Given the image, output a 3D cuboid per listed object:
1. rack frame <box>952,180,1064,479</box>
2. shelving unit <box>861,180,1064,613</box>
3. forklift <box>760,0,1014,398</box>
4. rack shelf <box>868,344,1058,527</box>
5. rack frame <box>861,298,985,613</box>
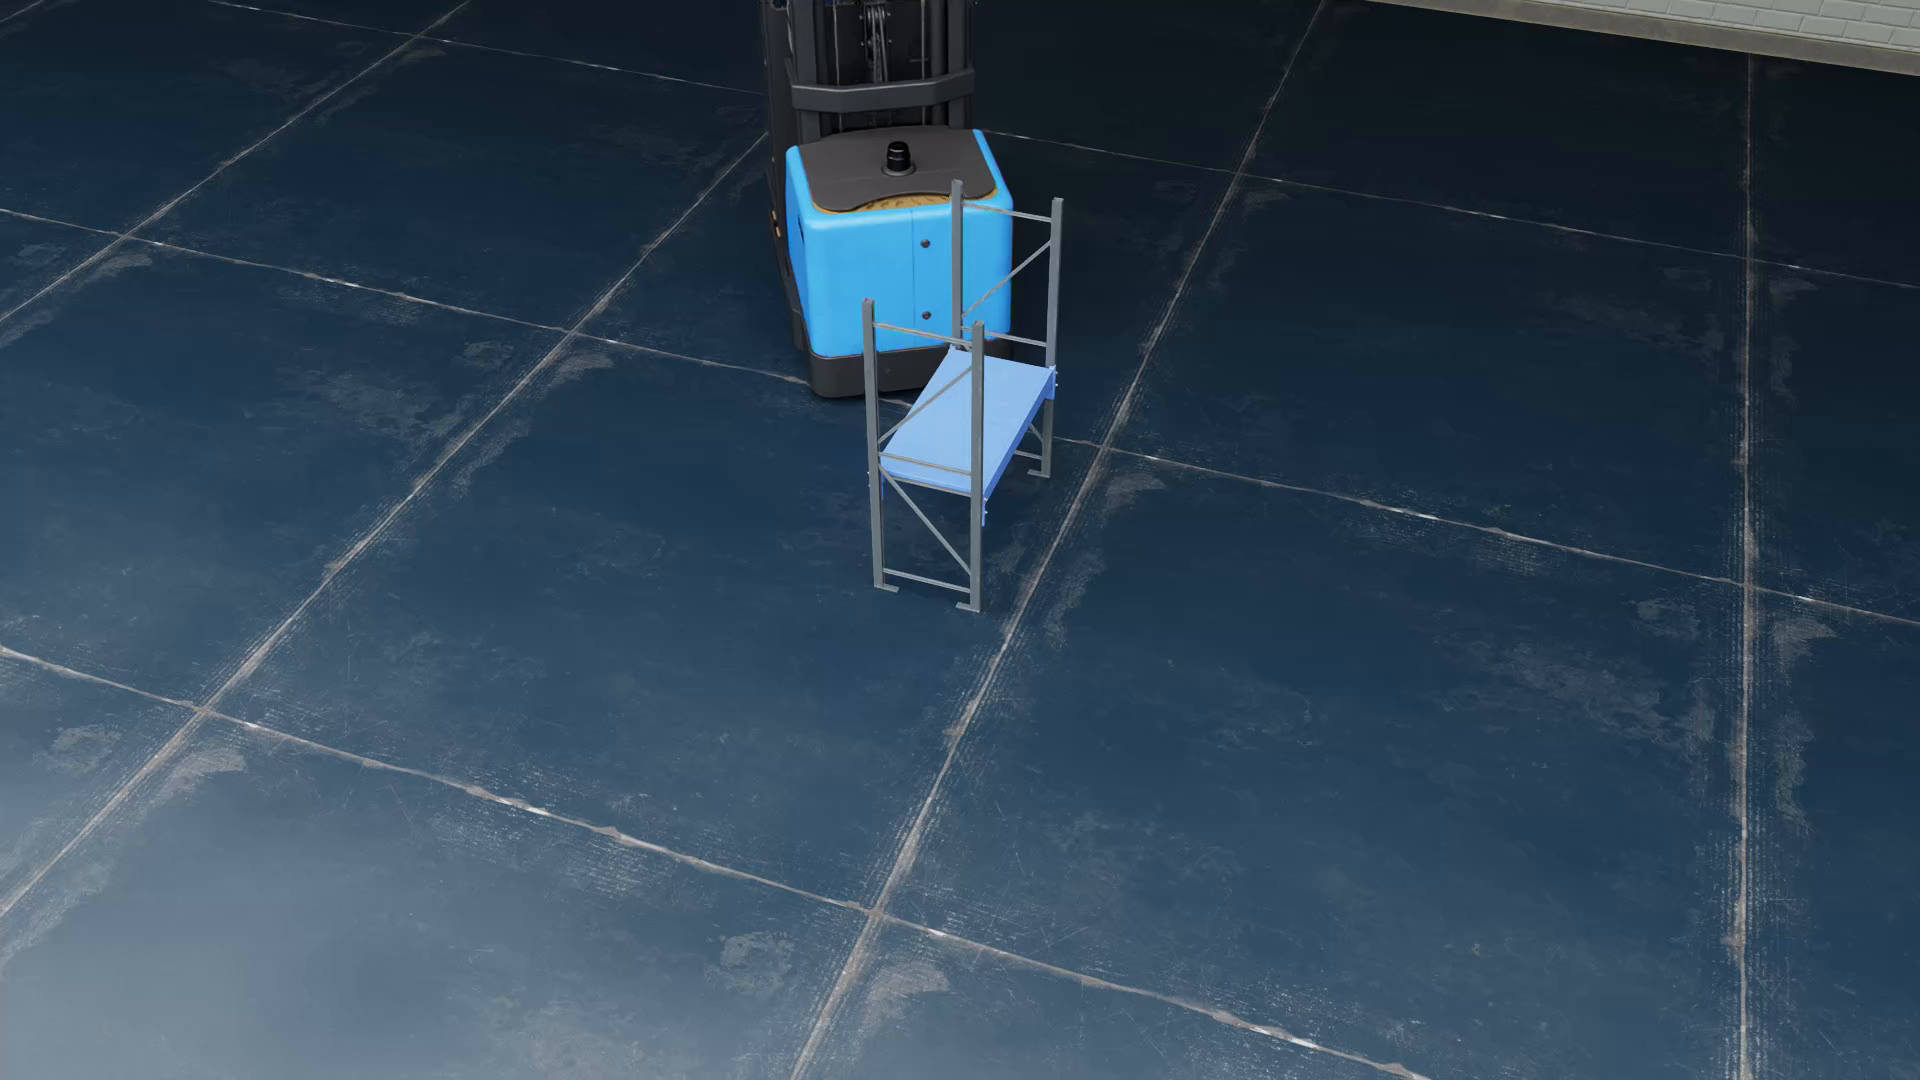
[{"bbox_3d":[0.203,-0.933,7.641,0.500,1.500,0.032,13,42,15],"label":"rack frame"},{"bbox_3d":[0.029,-0.623,7.278,0.538,1.500,1.048,13,42,15],"label":"shelving unit"},{"bbox_3d":[-0.517,-2.800,8.727,1.130,2.935,3.031,-7,41,-9],"label":"forklift"},{"bbox_3d":[0.029,-0.486,7.395,0.538,0.185,1.000,13,42,15],"label":"rack shelf"},{"bbox_3d":[-0.145,-0.313,6.914,0.500,1.500,0.032,13,42,15],"label":"rack frame"}]
